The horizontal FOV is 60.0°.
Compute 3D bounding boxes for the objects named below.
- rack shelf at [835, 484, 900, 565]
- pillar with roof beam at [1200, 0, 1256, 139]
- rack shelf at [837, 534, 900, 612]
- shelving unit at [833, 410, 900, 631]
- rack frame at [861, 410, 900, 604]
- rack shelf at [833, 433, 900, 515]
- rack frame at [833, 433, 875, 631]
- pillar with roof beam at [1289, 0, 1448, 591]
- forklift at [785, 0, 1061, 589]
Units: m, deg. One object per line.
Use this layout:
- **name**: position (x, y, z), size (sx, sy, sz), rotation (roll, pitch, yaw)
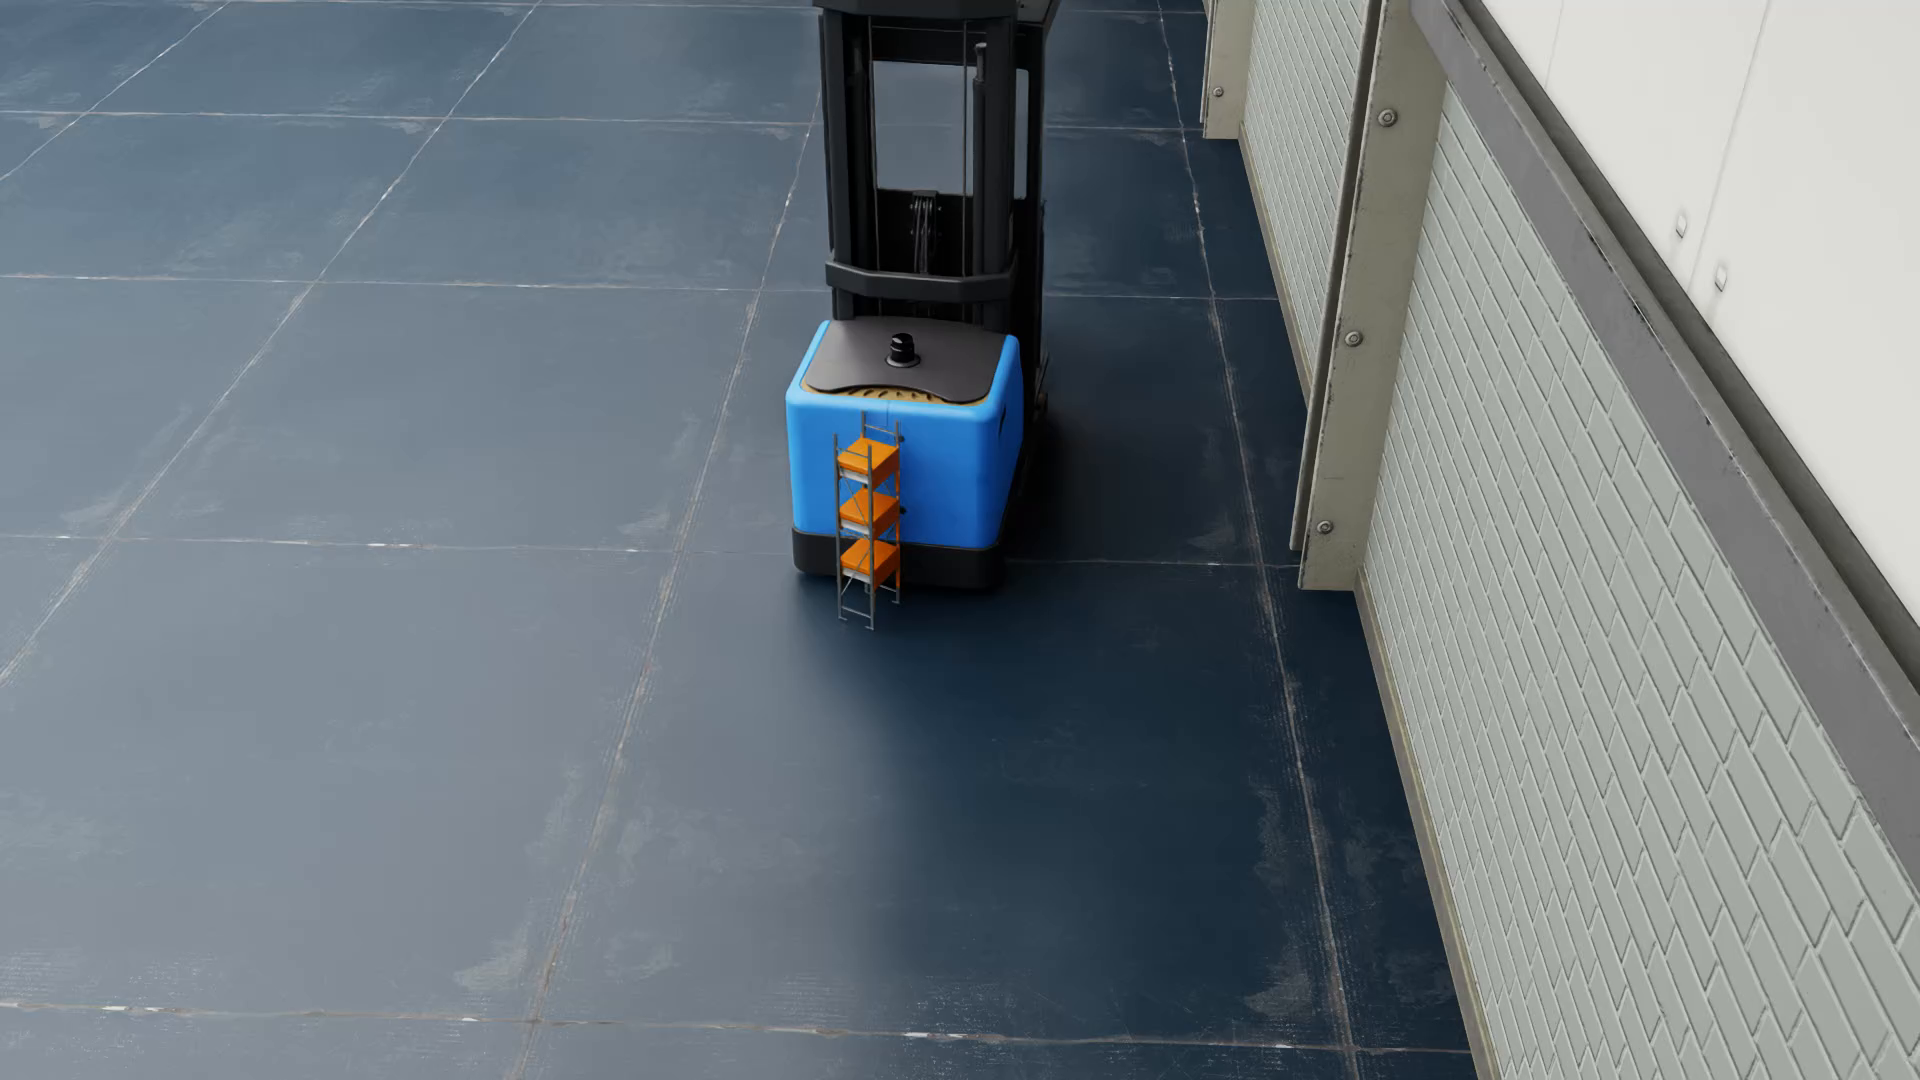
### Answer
- **rack shelf**: position (-0.437, -0.074, 7.901), size (0.215, 0.259, 0.240), rotation (18, 38, 23)
- **pillar with roof beam**: position (-2.197, -7.092, 10.960), size (9.100, 9.000, 0.400), rotation (1, 35, 2)
- **rack shelf**: position (-0.441, 0.155, 8.059), size (0.215, 0.259, 0.240), rotation (18, 38, 23)
- **shelving unit**: position (-0.437, -0.083, 7.895), size (0.215, 1.050, 0.252), rotation (18, 38, 23)
- **rack frame**: position (-0.378, -0.143, 7.984), size (0.200, 1.050, 0.008), rotation (18, 38, 23)
- **rack shelf**: position (-0.432, -0.308, 7.740), size (0.215, 0.259, 0.240), rotation (18, 38, 23)
- **rack frame**: position (-0.495, -0.023, 7.806), size (0.200, 1.050, 0.008), rotation (18, 38, 23)
- **pillar with roof beam**: position (-2.438, -3.645, 6.055), size (9.100, 9.000, 0.400), rotation (1, 35, 2)
- **forklift**: position (-0.094, -1.794, 8.699), size (1.130, 2.935, 3.031), rotation (5, 35, 8)
